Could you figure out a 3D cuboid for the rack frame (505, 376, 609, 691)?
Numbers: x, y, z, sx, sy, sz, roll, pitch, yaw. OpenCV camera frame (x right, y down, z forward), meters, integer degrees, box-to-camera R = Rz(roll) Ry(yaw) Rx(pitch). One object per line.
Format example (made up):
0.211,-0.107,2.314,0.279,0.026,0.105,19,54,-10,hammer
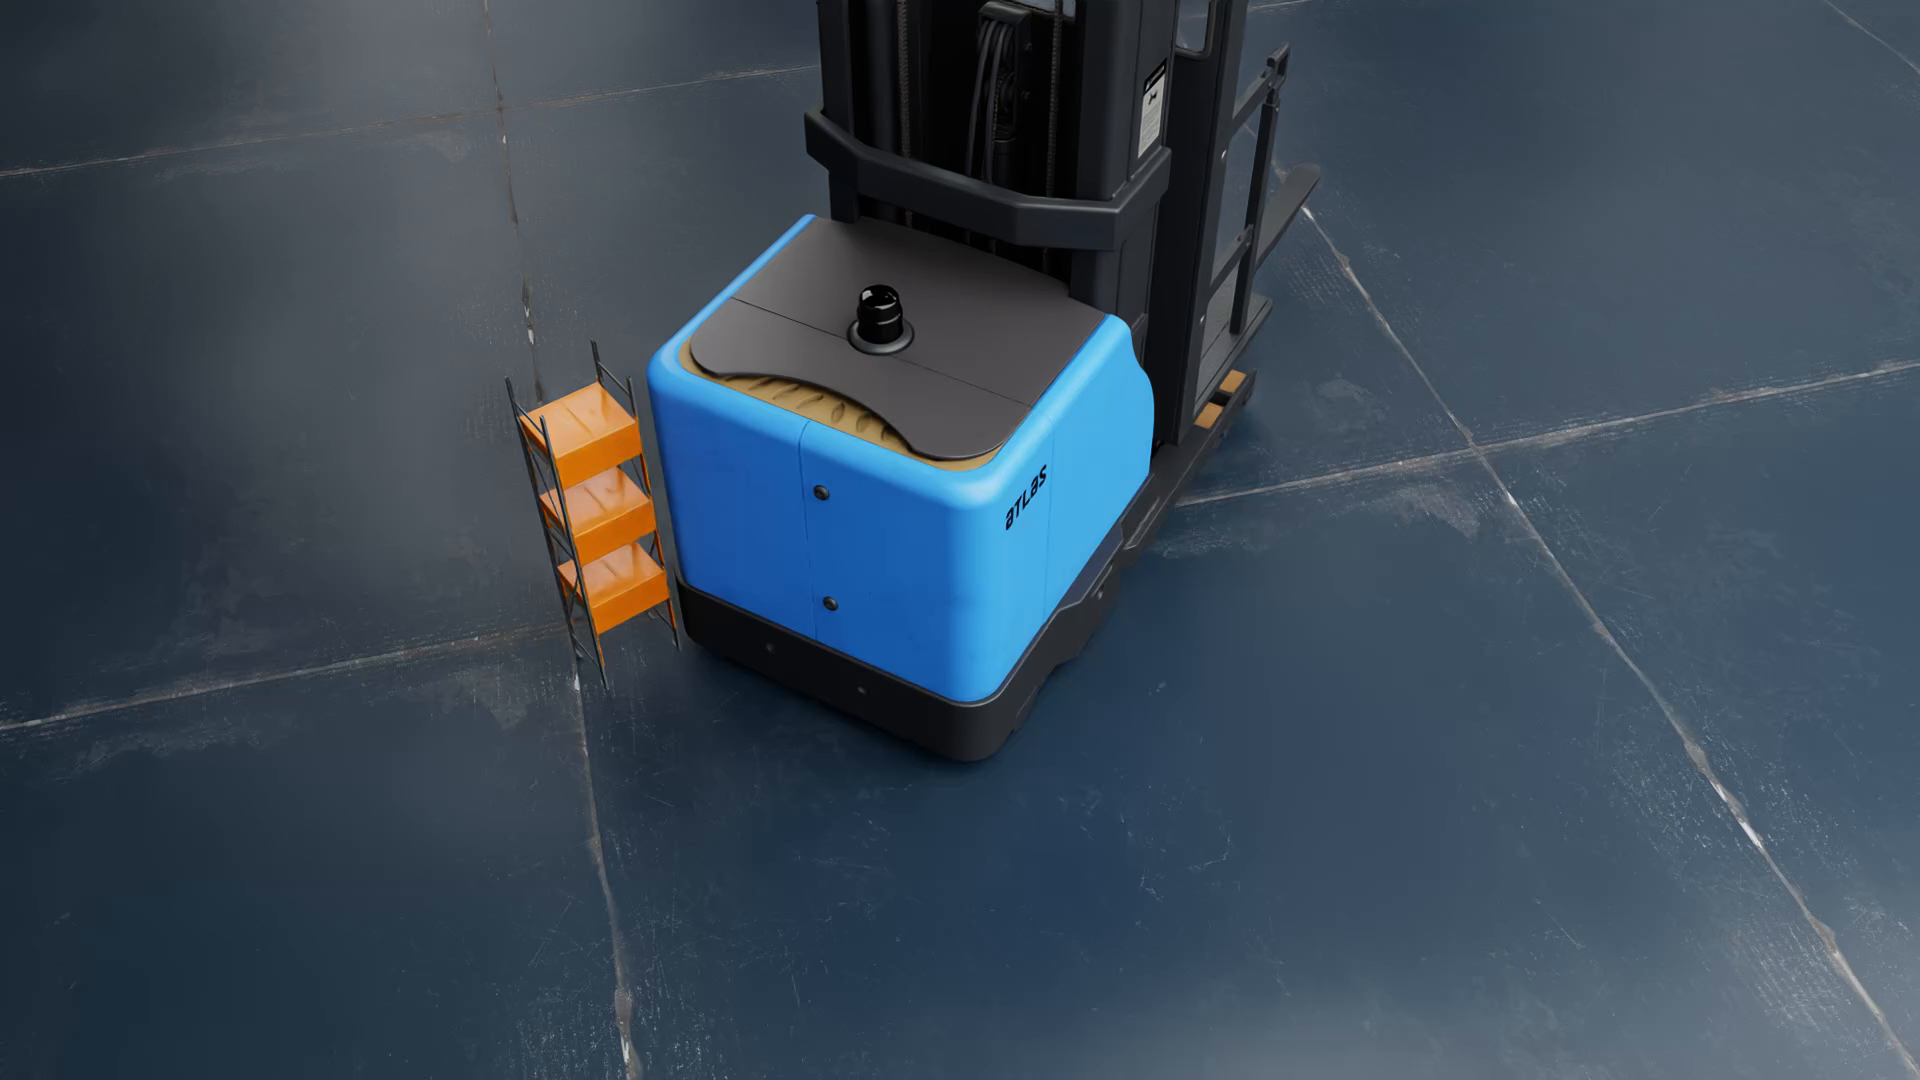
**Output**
-1.082,0.012,4.503,0.008,1.050,0.200,-29,52,-25,rack frame

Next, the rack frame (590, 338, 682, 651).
-0.889,-0.095,4.608,0.008,1.050,0.200,-29,52,-25,rack frame

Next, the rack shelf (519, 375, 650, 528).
-0.985,-0.232,4.360,0.240,0.259,0.215,-29,52,-25,rack shelf

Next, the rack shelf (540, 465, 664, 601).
-0.985,-0.034,4.563,0.240,0.259,0.215,-29,52,-25,rack shelf

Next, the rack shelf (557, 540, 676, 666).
-0.985,0.161,4.761,0.240,0.259,0.215,-29,52,-25,rack shelf

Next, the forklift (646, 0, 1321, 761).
0.344,-1.467,4.636,1.130,2.935,3.031,22,49,20,forklift

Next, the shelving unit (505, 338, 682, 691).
-0.985,-0.041,4.555,0.252,1.050,0.215,-29,52,-25,shelving unit
